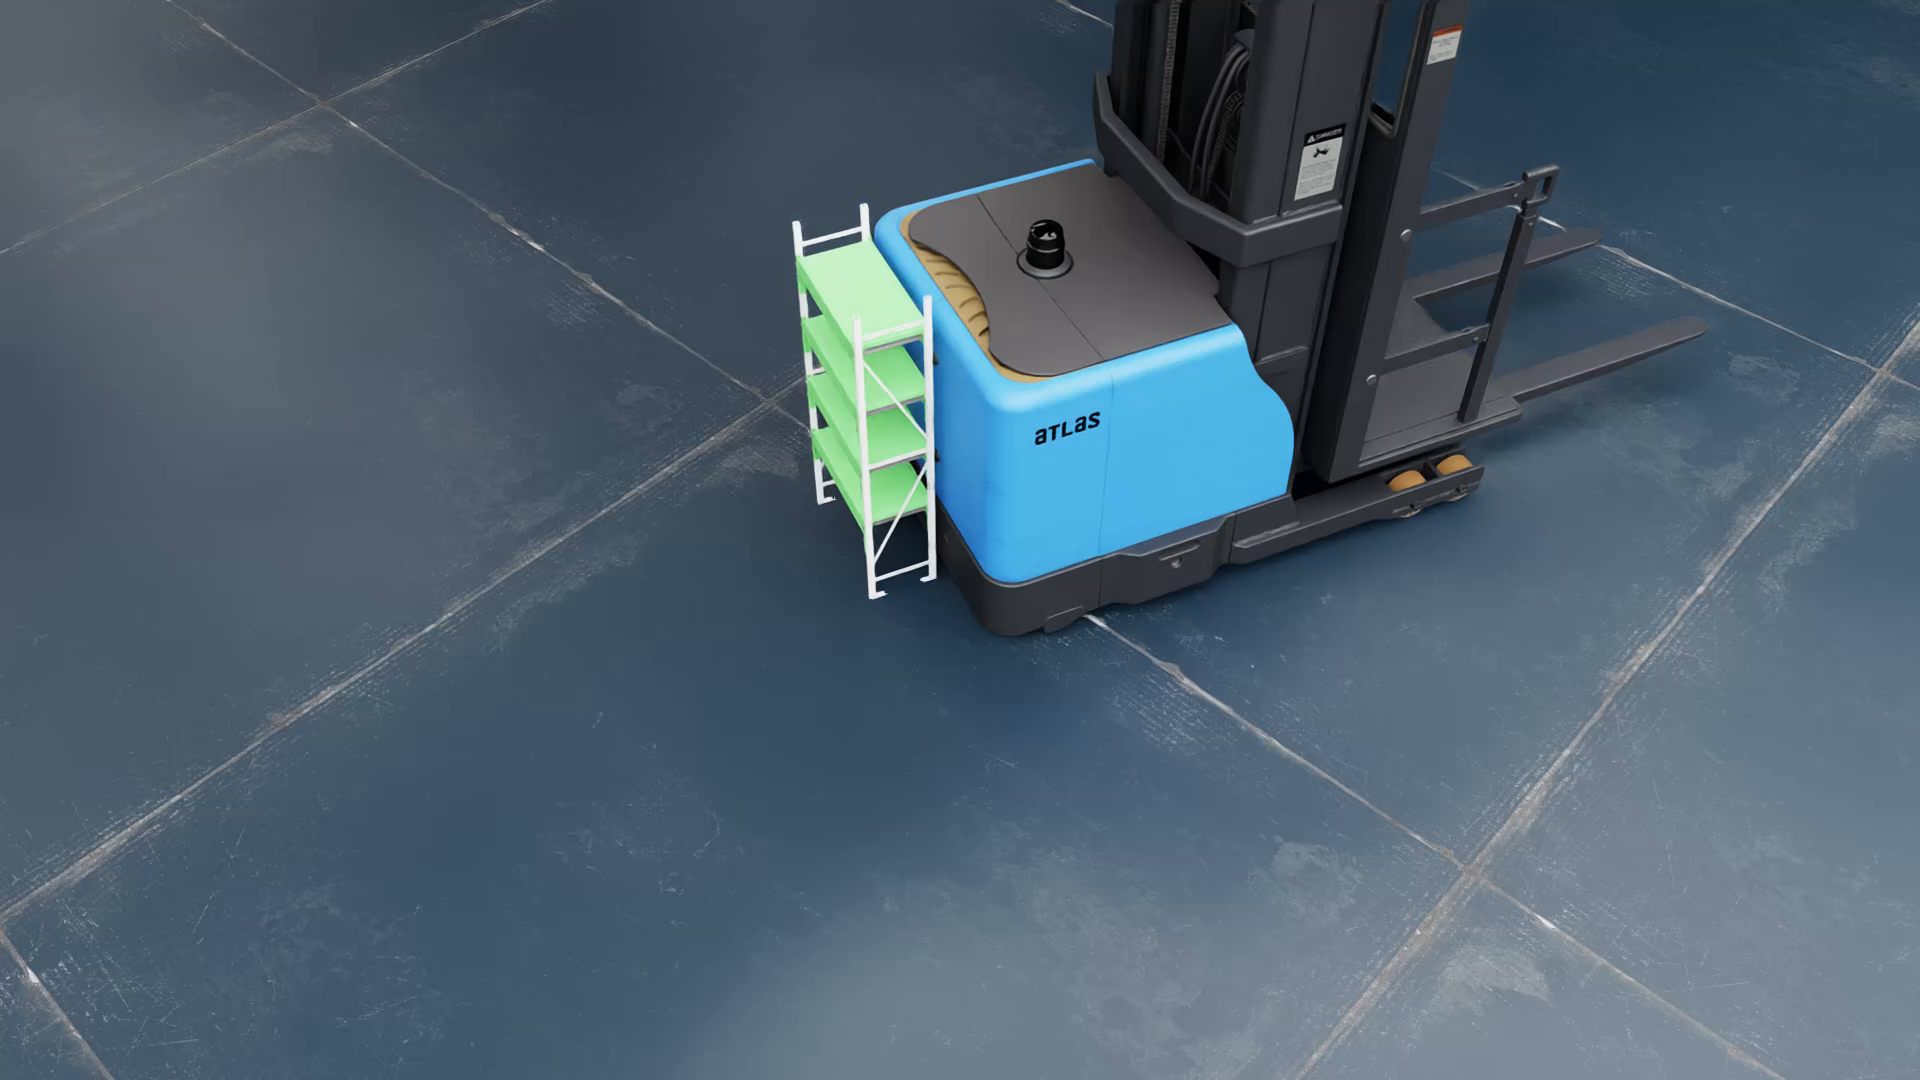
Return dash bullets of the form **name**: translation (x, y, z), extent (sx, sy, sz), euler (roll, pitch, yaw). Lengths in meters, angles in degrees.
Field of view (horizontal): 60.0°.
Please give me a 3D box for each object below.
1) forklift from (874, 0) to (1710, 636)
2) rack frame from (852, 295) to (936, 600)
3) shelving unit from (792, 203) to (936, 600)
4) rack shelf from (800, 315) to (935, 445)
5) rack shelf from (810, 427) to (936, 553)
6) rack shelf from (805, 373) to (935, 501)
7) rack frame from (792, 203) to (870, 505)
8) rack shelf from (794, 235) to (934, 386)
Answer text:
- **forklift**: translation (1.276, -1.418, 5.071), extent (3.031, 2.935, 1.130), euler (-18, 49, -16)
- **rack frame**: translation (-0.193, -0.251, 5.162), extent (0.240, 1.200, 0.015), euler (-18, 49, -16)
- **shelving unit**: translation (-0.292, -0.413, 5.315), extent (0.258, 1.200, 0.503), euler (-18, 49, -16)
- **rack shelf**: translation (-0.292, -0.534, 5.187), extent (0.258, 0.148, 0.480), euler (-18, 49, -16)
- **rack shelf**: translation (-0.292, -0.205, 5.537), extent (0.258, 0.148, 0.480), euler (-18, 49, -16)
- **rack shelf**: translation (-0.292, -0.370, 5.362), extent (0.258, 0.148, 0.480), euler (-18, 49, -16)
- **rack frame**: translation (-0.392, -0.576, 5.467), extent (0.240, 1.200, 0.015), euler (-18, 49, -16)
- **rack shelf**: translation (-0.292, -0.698, 5.012), extent (0.258, 0.148, 0.480), euler (-18, 49, -16)
